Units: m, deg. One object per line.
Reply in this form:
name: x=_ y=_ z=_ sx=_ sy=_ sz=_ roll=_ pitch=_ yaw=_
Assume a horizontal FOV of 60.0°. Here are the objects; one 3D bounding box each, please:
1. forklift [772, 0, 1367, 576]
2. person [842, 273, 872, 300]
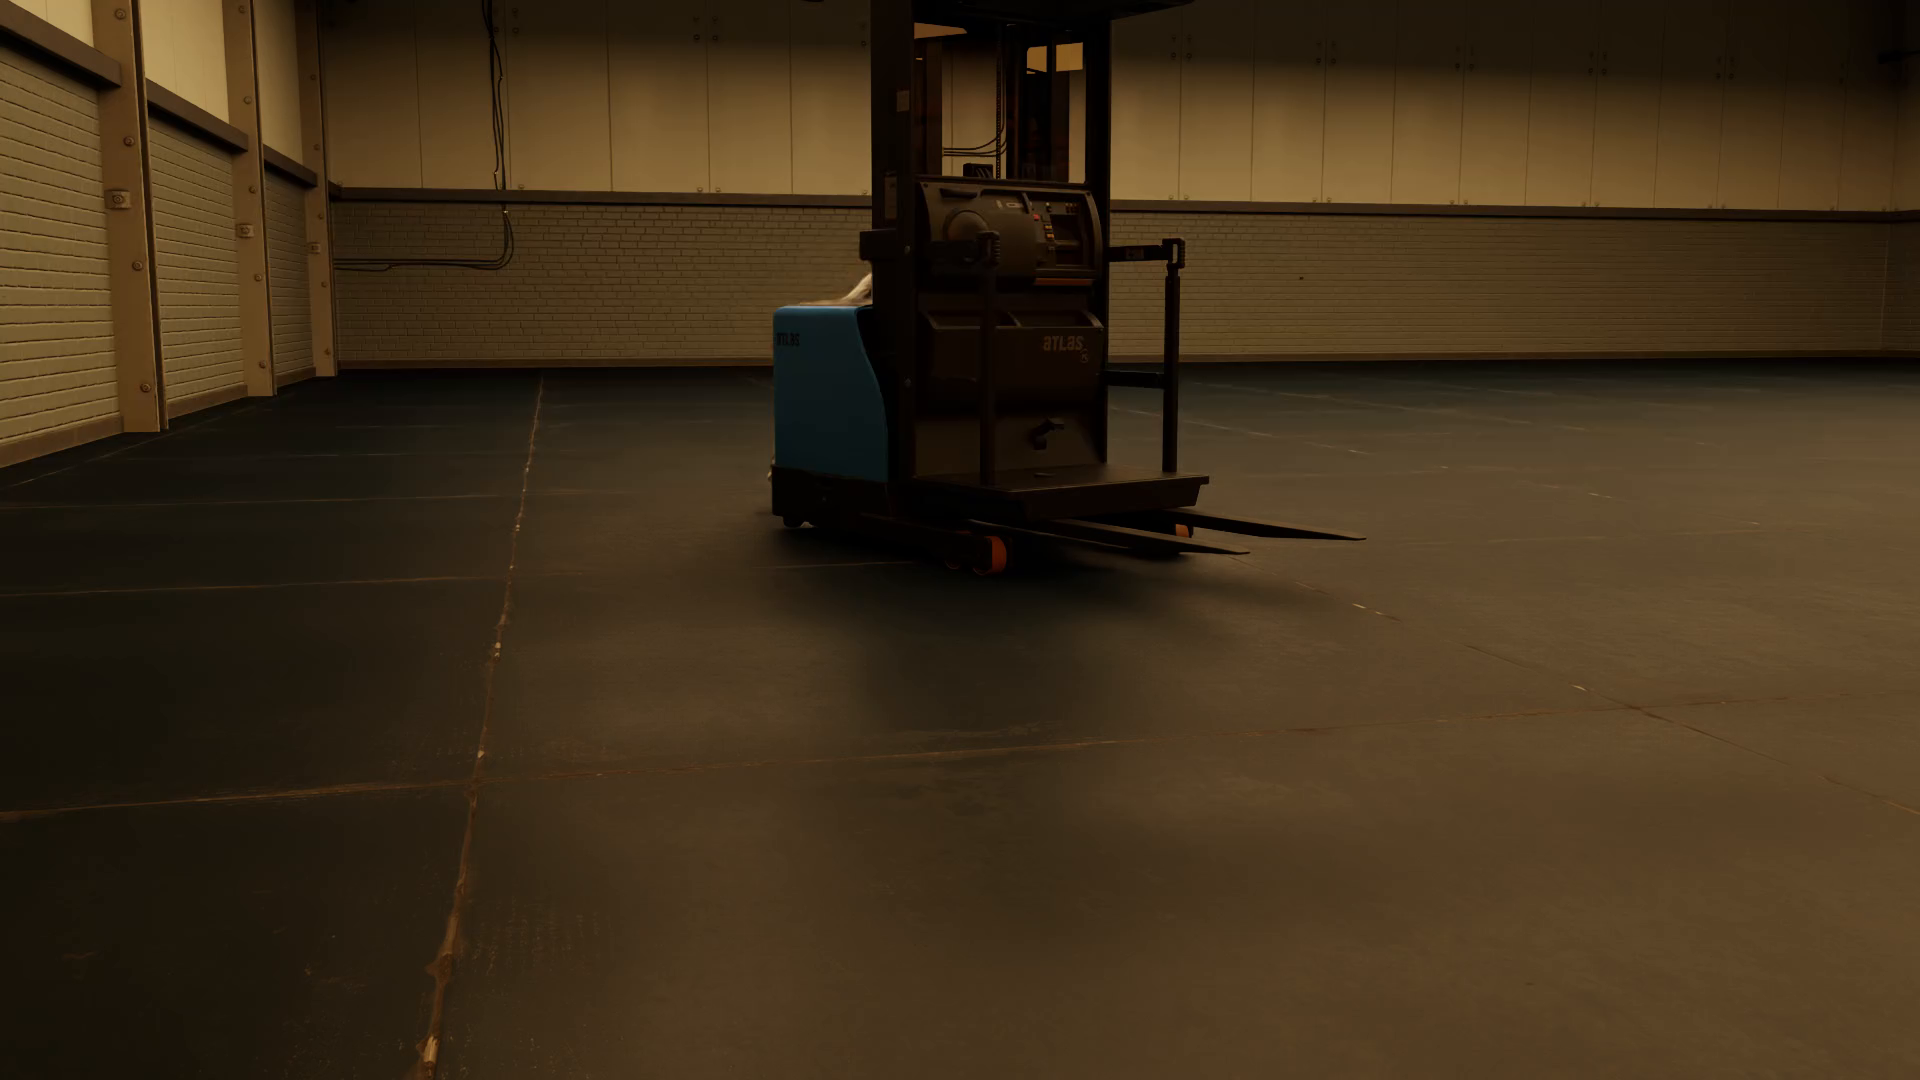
forklift: x=0.355 y=-1.383 z=7.015 sx=1.130 sy=2.935 sz=3.031 roll=-6 pitch=10 yaw=-35
person: x=-0.394 y=-0.922 z=9.071 sx=0.803 sy=1.484 sz=0.454 roll=1 pitch=8 yaw=4
